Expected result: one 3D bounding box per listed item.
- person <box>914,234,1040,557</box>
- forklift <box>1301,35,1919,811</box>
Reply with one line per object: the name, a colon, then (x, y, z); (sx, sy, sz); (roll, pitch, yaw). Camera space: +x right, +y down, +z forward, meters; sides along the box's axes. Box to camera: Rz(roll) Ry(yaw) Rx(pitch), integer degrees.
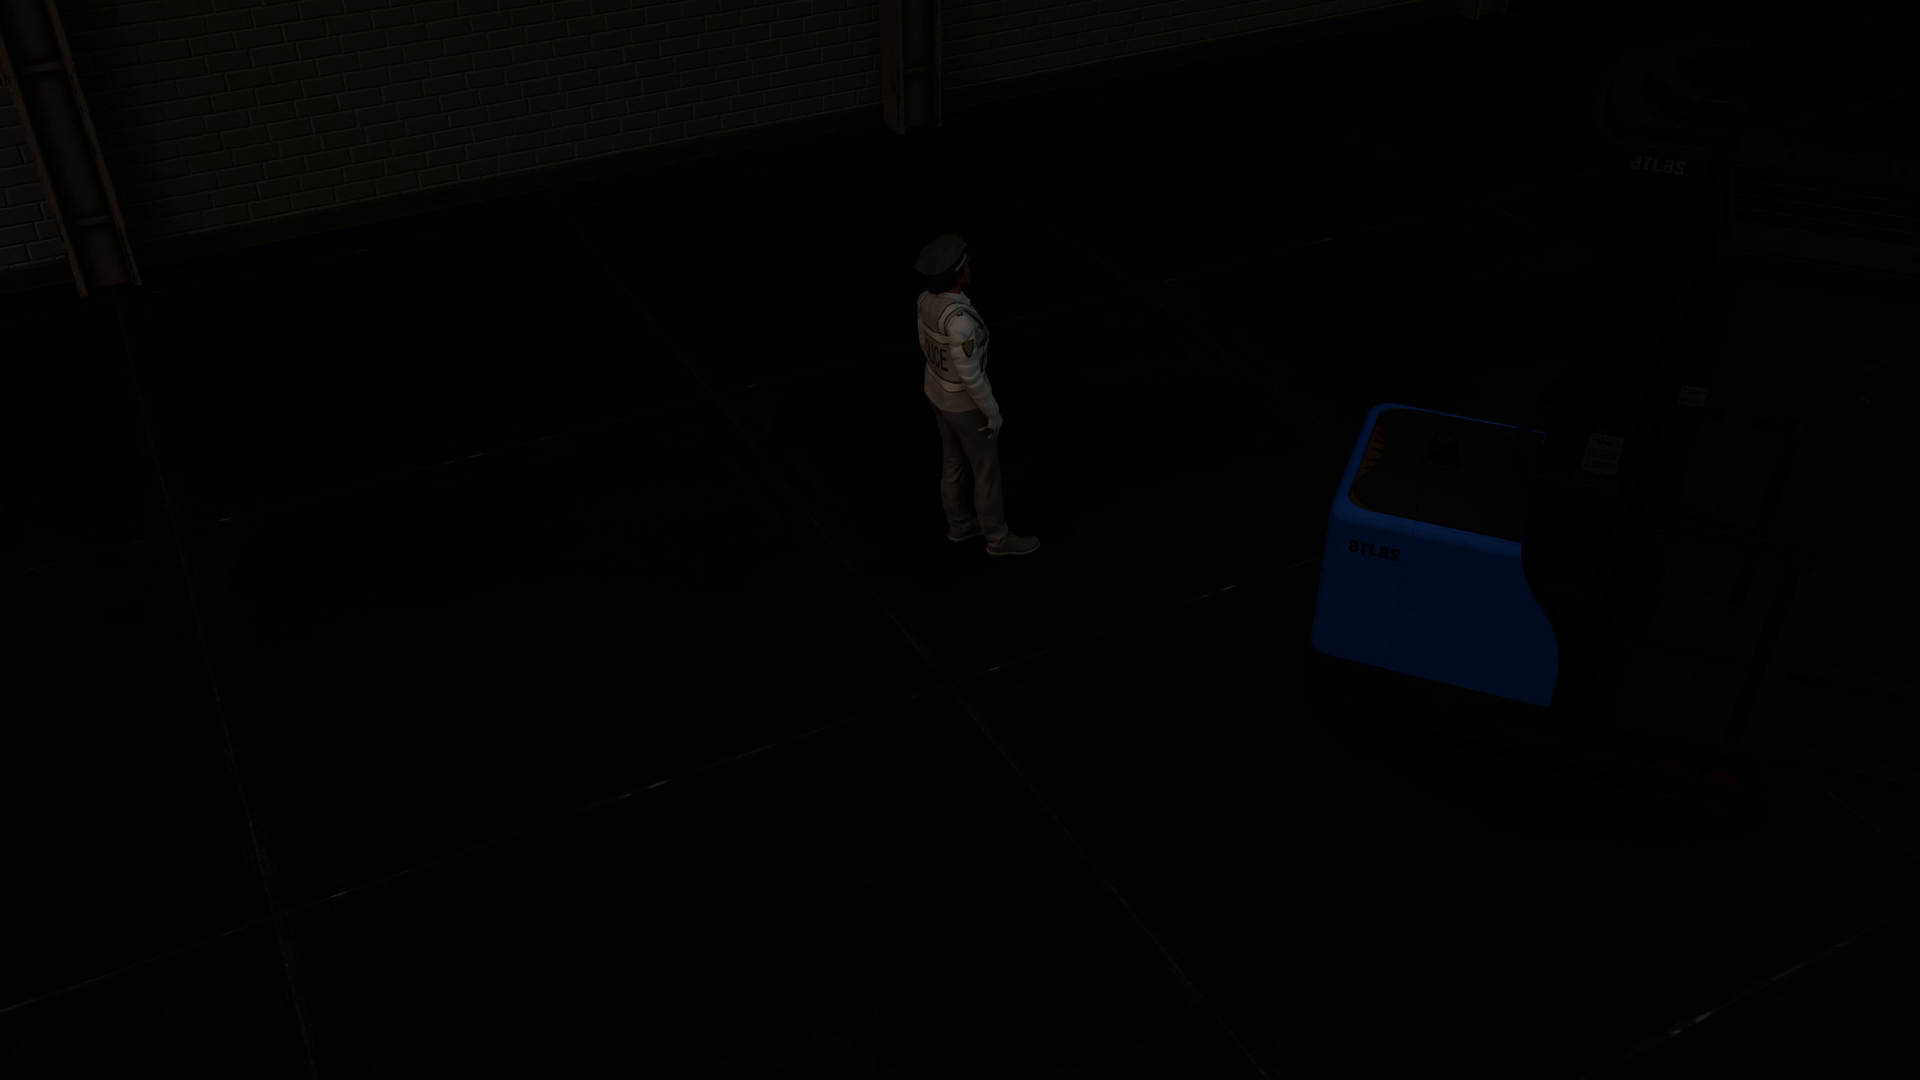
person: (0.062, -0.713, 8.190); (0.534, 1.696, 0.587); (-17, 39, -23)
forklift: (3.128, -0.400, 6.688); (3.031, 2.935, 1.130); (13, 37, 18)
